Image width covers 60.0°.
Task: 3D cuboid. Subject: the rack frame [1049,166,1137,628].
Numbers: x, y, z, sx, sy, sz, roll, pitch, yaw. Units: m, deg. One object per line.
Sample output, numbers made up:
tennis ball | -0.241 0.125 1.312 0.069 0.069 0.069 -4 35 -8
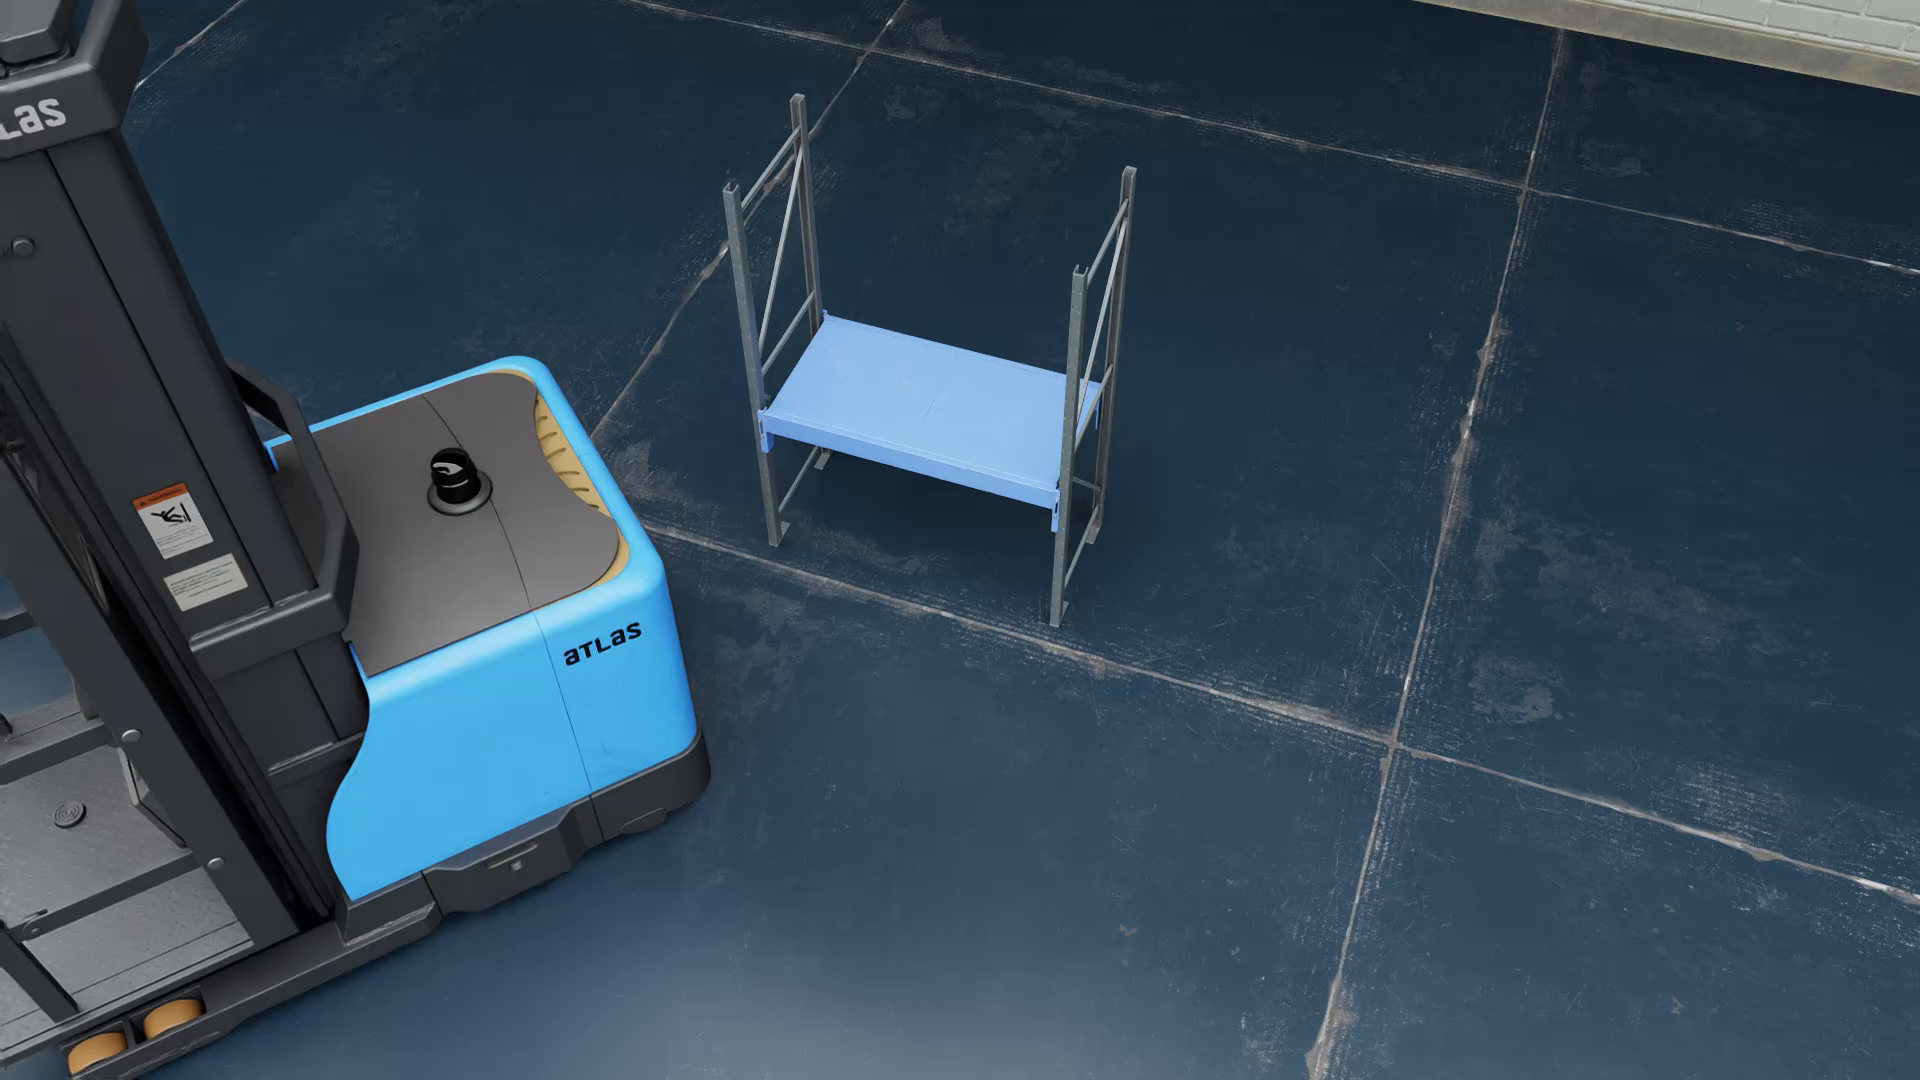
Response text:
rack frame | 0.397 -0.380 5.087 0.032 1.500 0.500 16 51 13

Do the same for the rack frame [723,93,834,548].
rack frame | -0.557 -0.647 5.318 0.032 1.500 0.500 16 51 13

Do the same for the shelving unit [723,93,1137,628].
shelving unit | -0.080 -0.514 5.203 1.048 1.500 0.538 16 51 13

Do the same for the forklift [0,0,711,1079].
forklift | -2.291 0.055 3.763 3.031 2.935 1.130 -23 53 -19

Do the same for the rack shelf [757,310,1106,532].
rack shelf | -0.080 -0.396 5.339 1.000 0.185 0.538 16 51 13
